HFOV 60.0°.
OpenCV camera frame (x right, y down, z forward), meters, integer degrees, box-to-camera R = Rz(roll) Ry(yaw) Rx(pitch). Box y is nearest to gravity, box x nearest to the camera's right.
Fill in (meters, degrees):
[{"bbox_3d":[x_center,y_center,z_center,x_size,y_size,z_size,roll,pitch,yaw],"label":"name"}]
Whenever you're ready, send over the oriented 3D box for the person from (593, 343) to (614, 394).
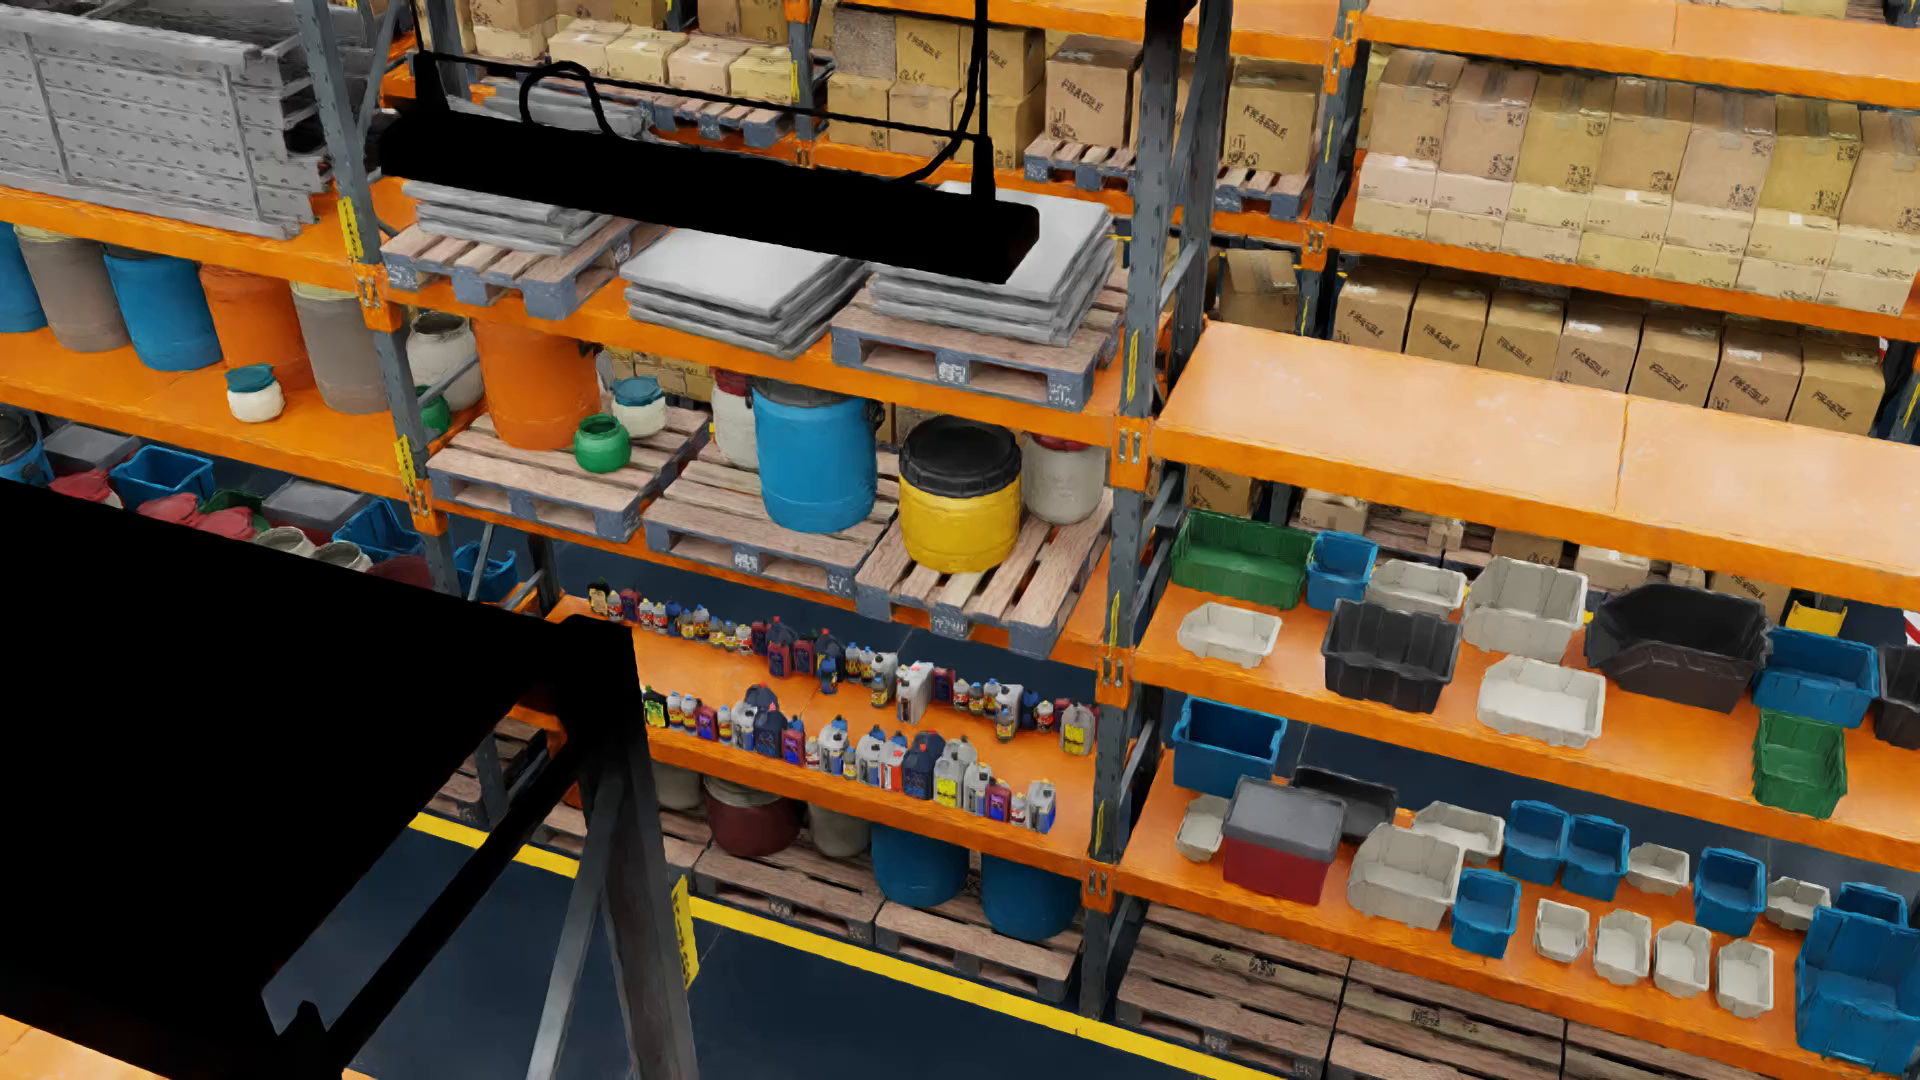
[{"bbox_3d":[-2.872,-1.024,13.467,0.956,1.534,0.411,7,37,10],"label":"person"}]
